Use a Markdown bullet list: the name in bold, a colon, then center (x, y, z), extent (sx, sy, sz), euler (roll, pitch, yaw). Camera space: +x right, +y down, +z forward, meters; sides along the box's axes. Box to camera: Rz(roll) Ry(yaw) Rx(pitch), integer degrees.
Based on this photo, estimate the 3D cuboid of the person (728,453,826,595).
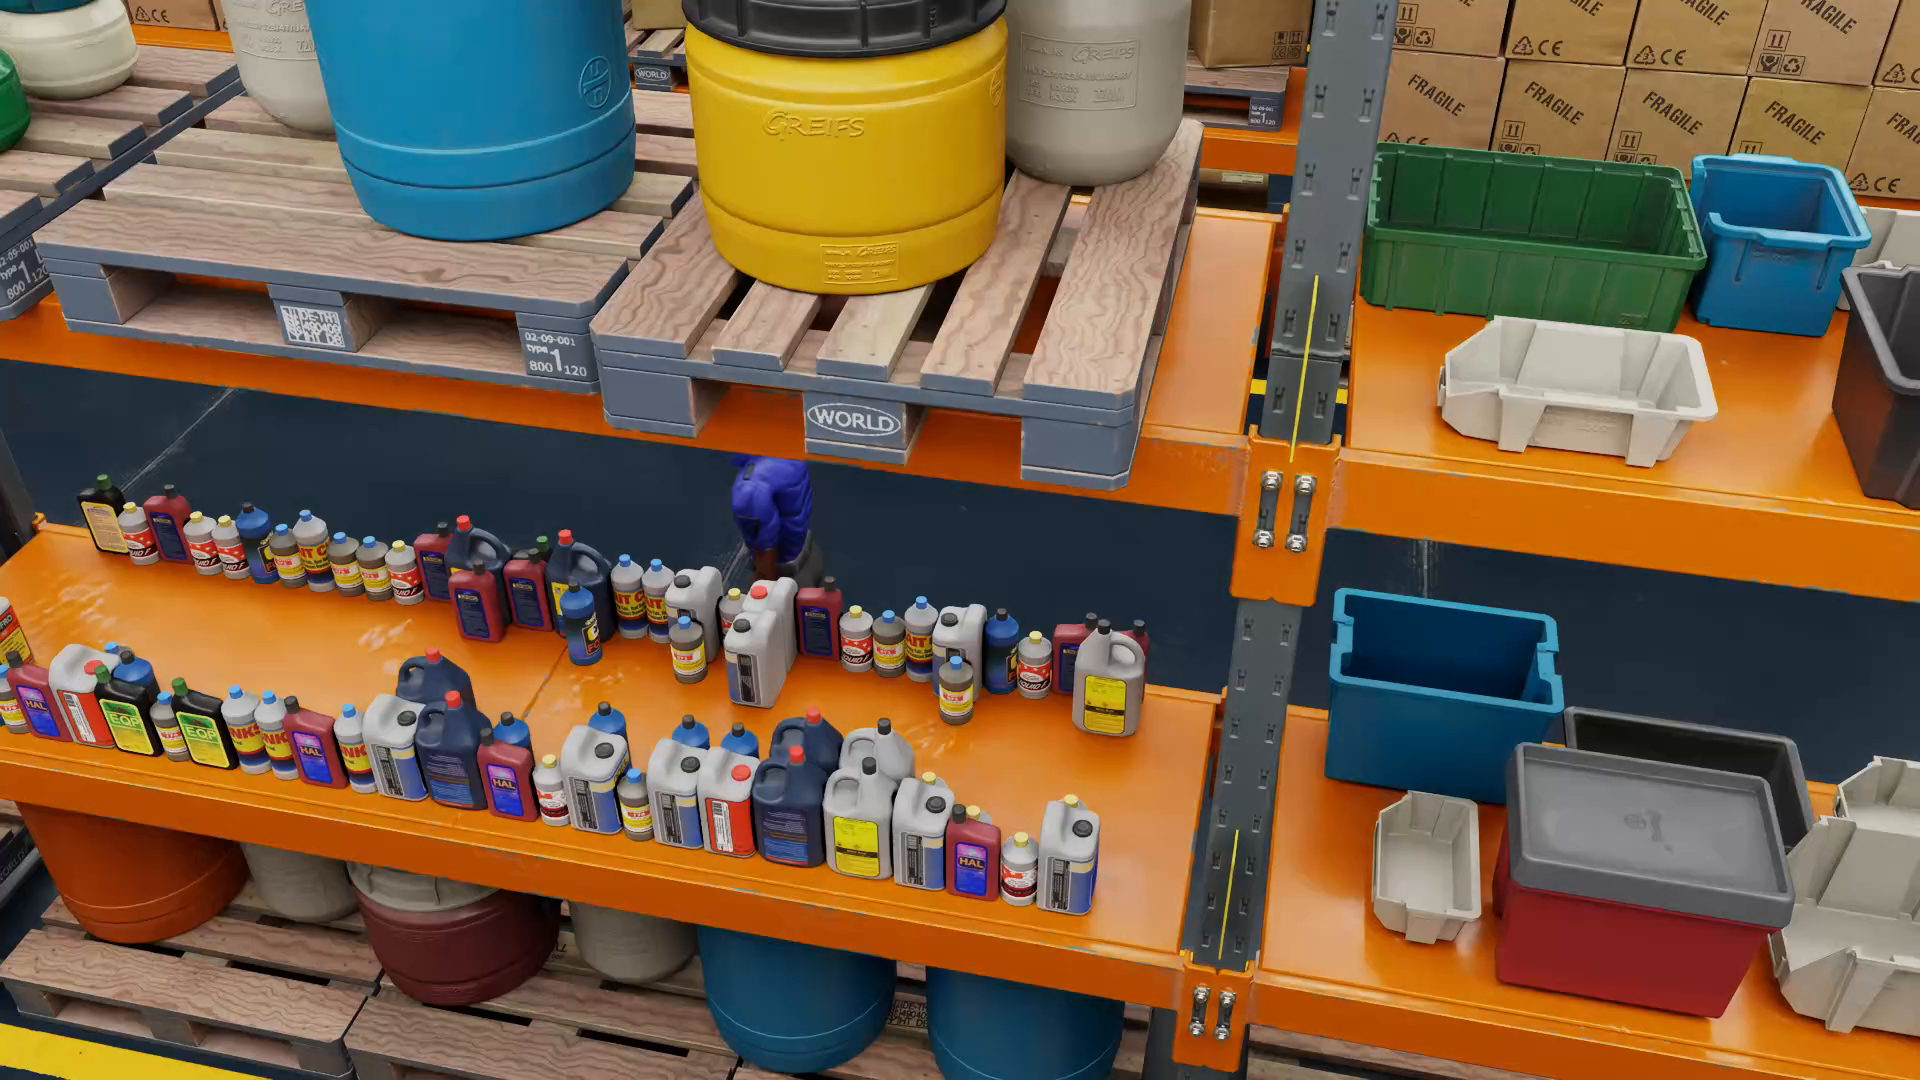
- **person**: center (-0.670, 0.132, 5.976), extent (0.346, 1.656, 0.533), euler (5, 37, 7)
